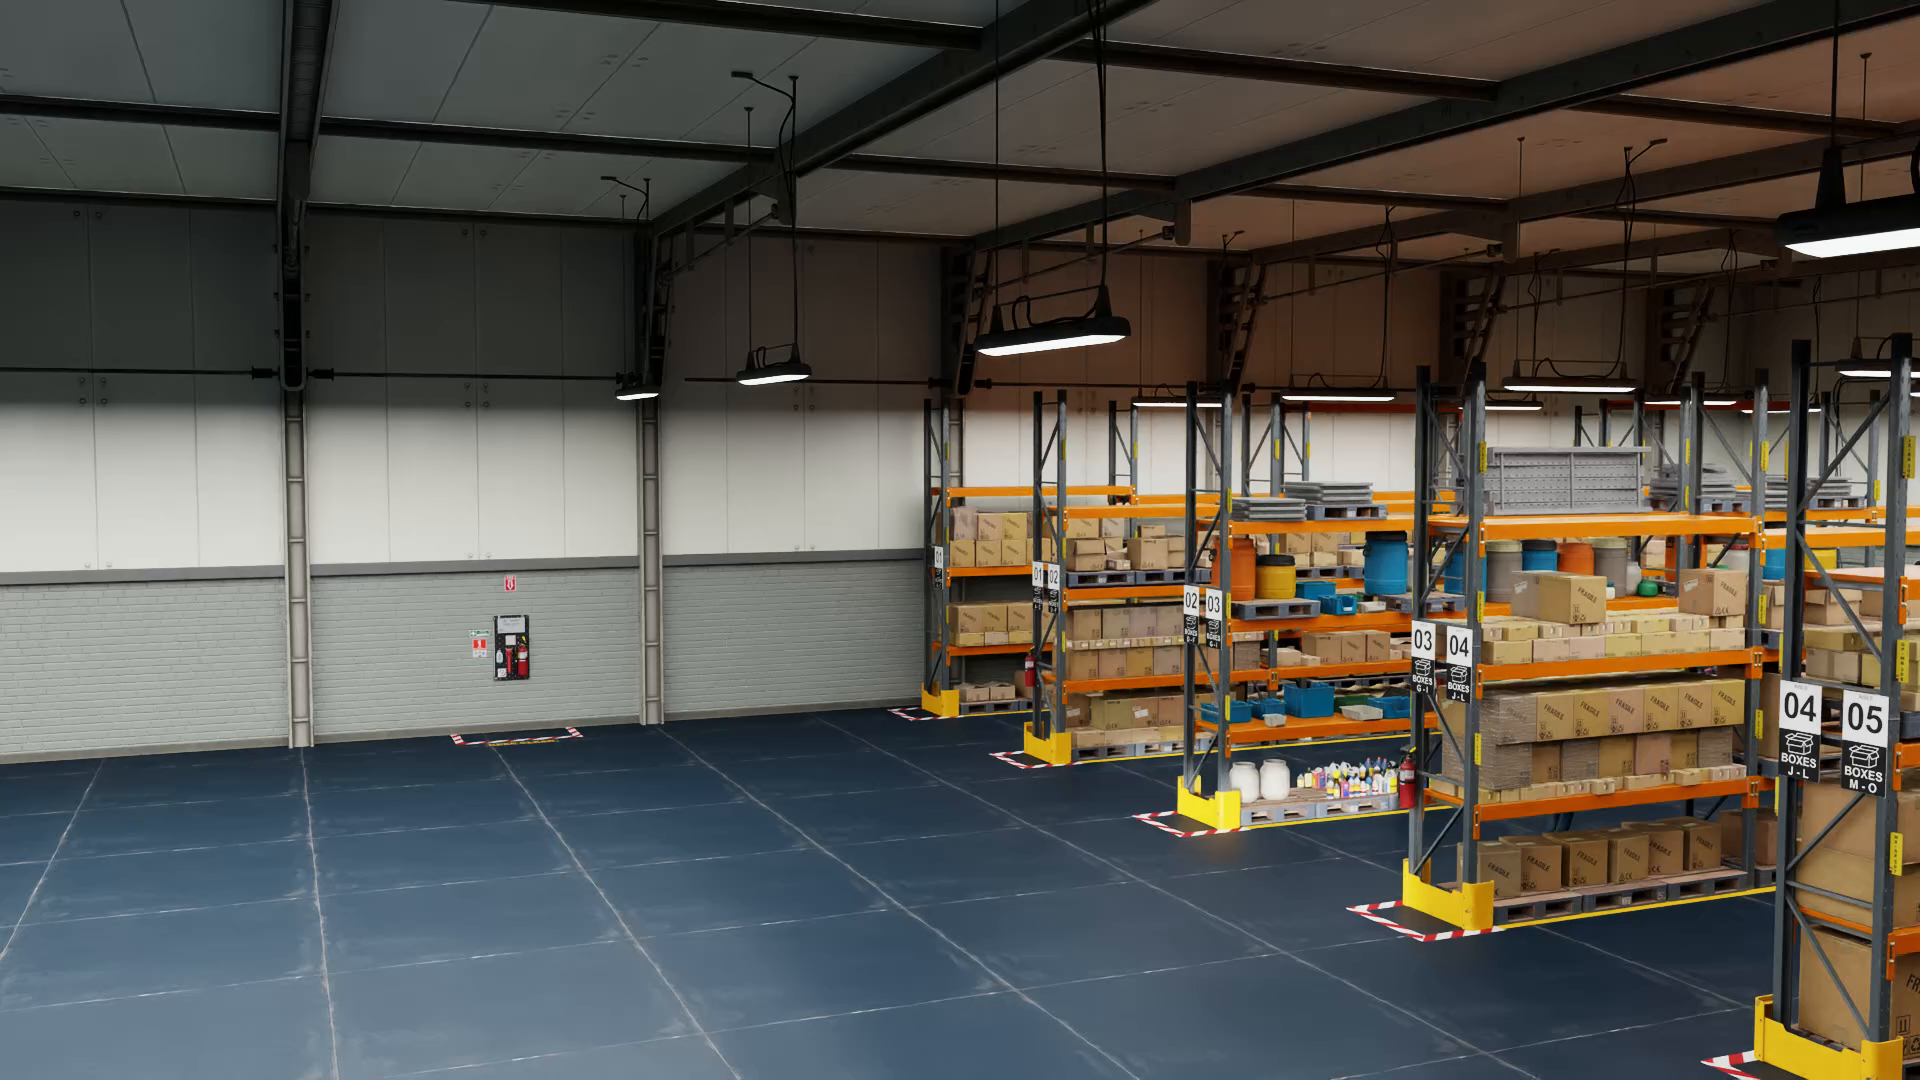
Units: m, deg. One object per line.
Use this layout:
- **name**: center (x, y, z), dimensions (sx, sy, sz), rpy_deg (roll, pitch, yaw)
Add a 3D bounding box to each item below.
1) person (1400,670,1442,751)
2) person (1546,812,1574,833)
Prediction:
- **person**: center (7.828, 2.693, 27.698), dimensions (1.041, 1.622, 0.458), rpy_deg (-2, 4, -32)
- **person**: center (7.476, 3.157, 20.614), dimensions (0.442, 1.620, 0.352), rpy_deg (3, 4, 40)
